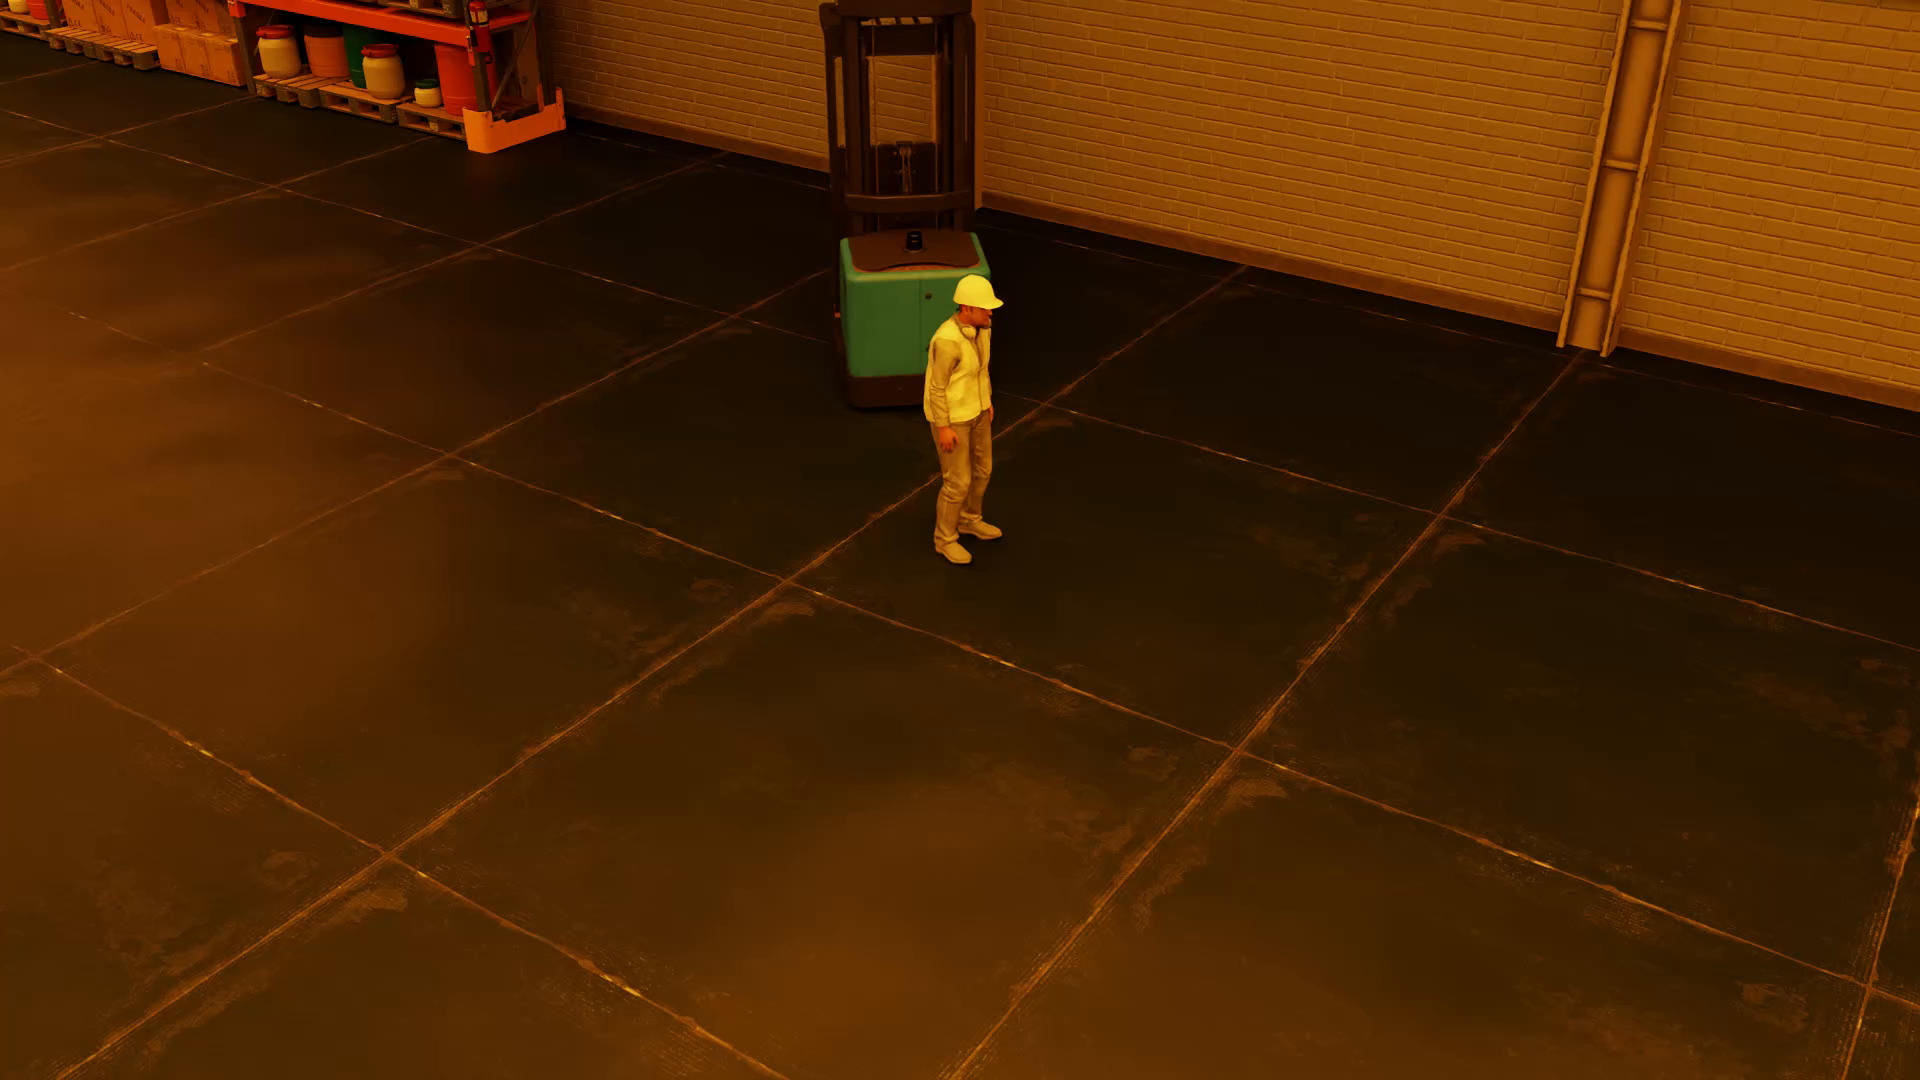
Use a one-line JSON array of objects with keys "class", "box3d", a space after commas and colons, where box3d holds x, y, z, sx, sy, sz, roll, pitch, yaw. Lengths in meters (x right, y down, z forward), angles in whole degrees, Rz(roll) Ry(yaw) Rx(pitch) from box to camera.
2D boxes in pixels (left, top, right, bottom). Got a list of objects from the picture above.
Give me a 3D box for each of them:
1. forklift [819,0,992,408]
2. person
[{"class": "forklift", "box3d": [-0.463, -2.940, 12.644, 1.130, 2.935, 3.031, -4, 30, -6]}, {"class": "person", "box3d": [0.025, -0.762, 10.051, 0.463, 1.770, 0.580, 17, 34, 27]}]
